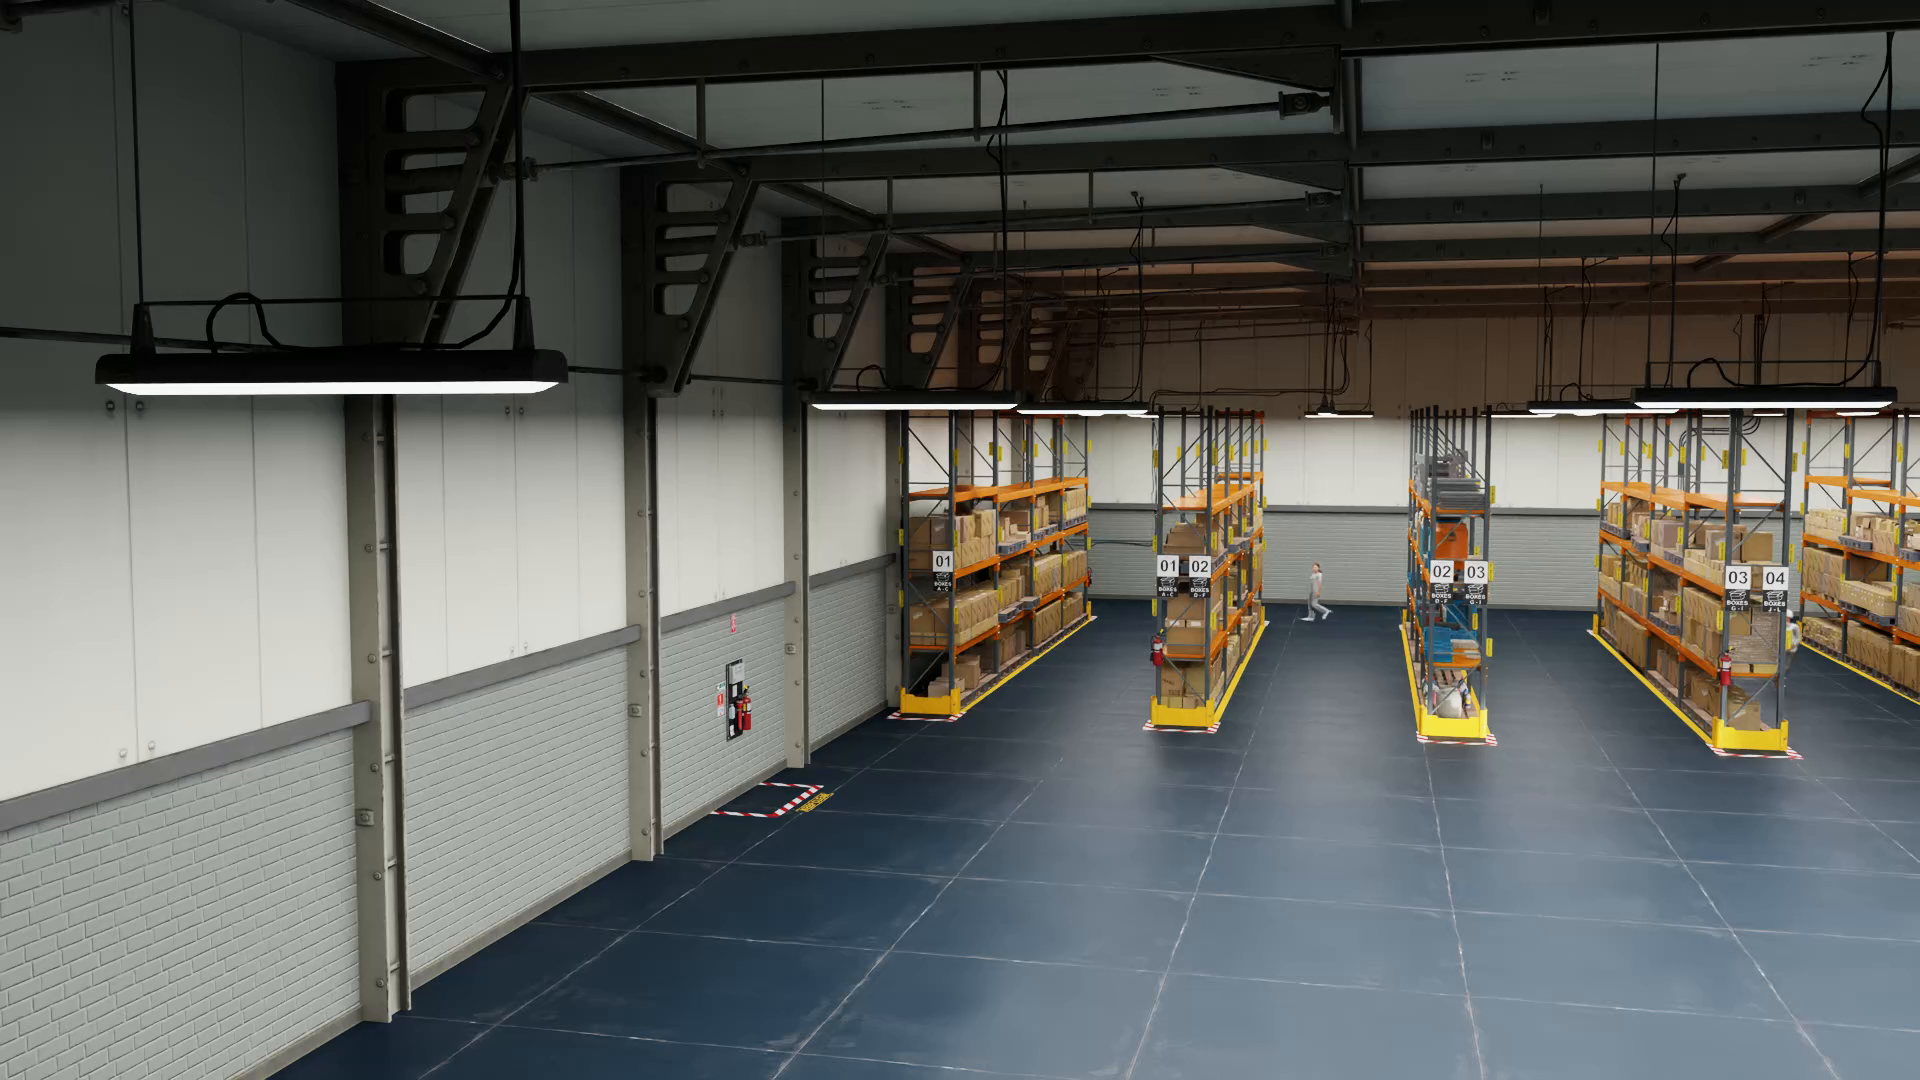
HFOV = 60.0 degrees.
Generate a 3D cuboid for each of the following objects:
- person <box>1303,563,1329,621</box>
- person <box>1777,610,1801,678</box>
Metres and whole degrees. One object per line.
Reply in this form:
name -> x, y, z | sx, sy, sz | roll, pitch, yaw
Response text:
person -> 10.160, 1.485, 47.415 | 0.685, 1.656, 0.438 | 0, 4, 0
person -> 17.497, 2.343, 35.202 | 0.489, 1.756, 0.981 | 1, 4, 16
